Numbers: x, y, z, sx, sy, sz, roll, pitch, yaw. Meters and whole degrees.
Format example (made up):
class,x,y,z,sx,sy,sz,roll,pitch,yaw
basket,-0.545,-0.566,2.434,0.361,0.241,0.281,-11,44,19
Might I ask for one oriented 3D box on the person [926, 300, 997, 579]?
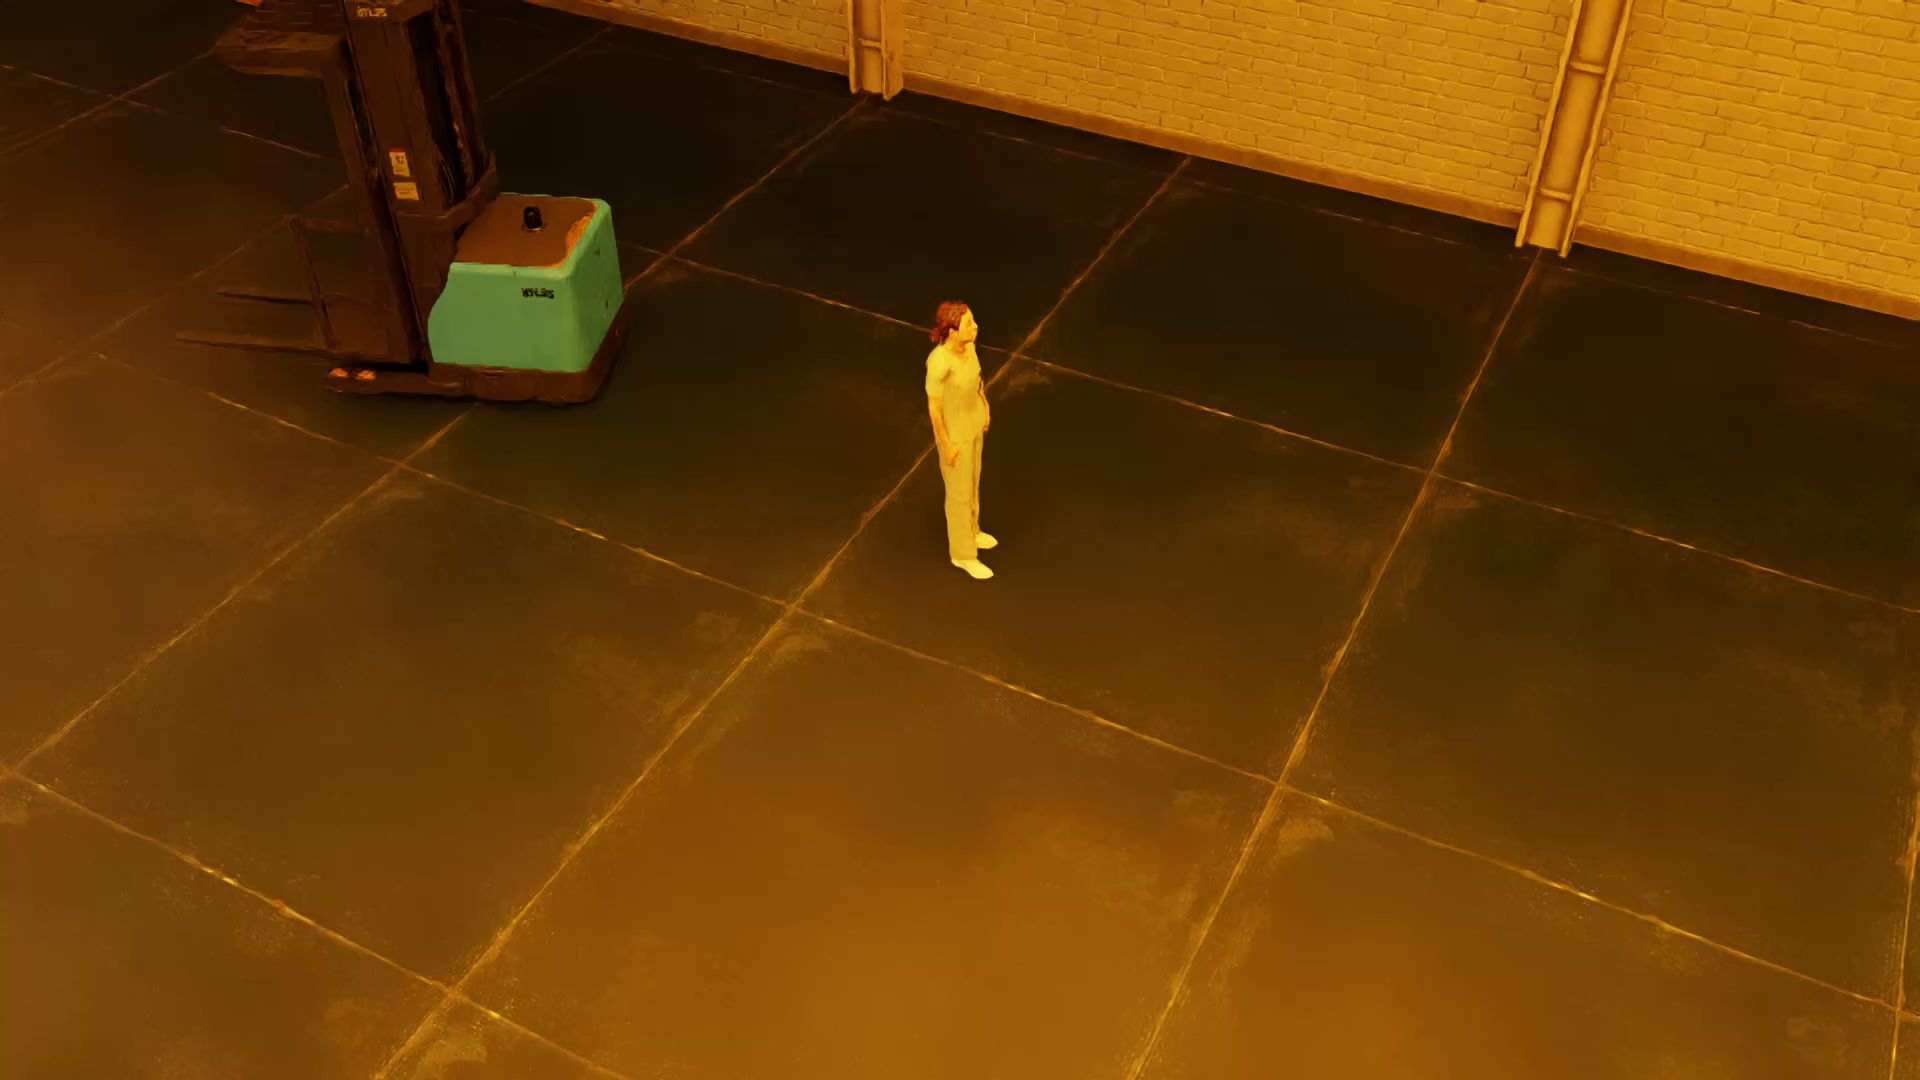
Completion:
class,x,y,z,sx,sy,sz,roll,pitch,yaw
person,0.060,-0.617,9.682,0.548,1.674,0.550,18,43,21

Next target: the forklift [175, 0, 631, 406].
class,x,y,z,sx,sy,sz,roll,pitch,yaw
forklift,-3.929,-2.449,10.894,3.031,2.935,1.130,5,40,6
